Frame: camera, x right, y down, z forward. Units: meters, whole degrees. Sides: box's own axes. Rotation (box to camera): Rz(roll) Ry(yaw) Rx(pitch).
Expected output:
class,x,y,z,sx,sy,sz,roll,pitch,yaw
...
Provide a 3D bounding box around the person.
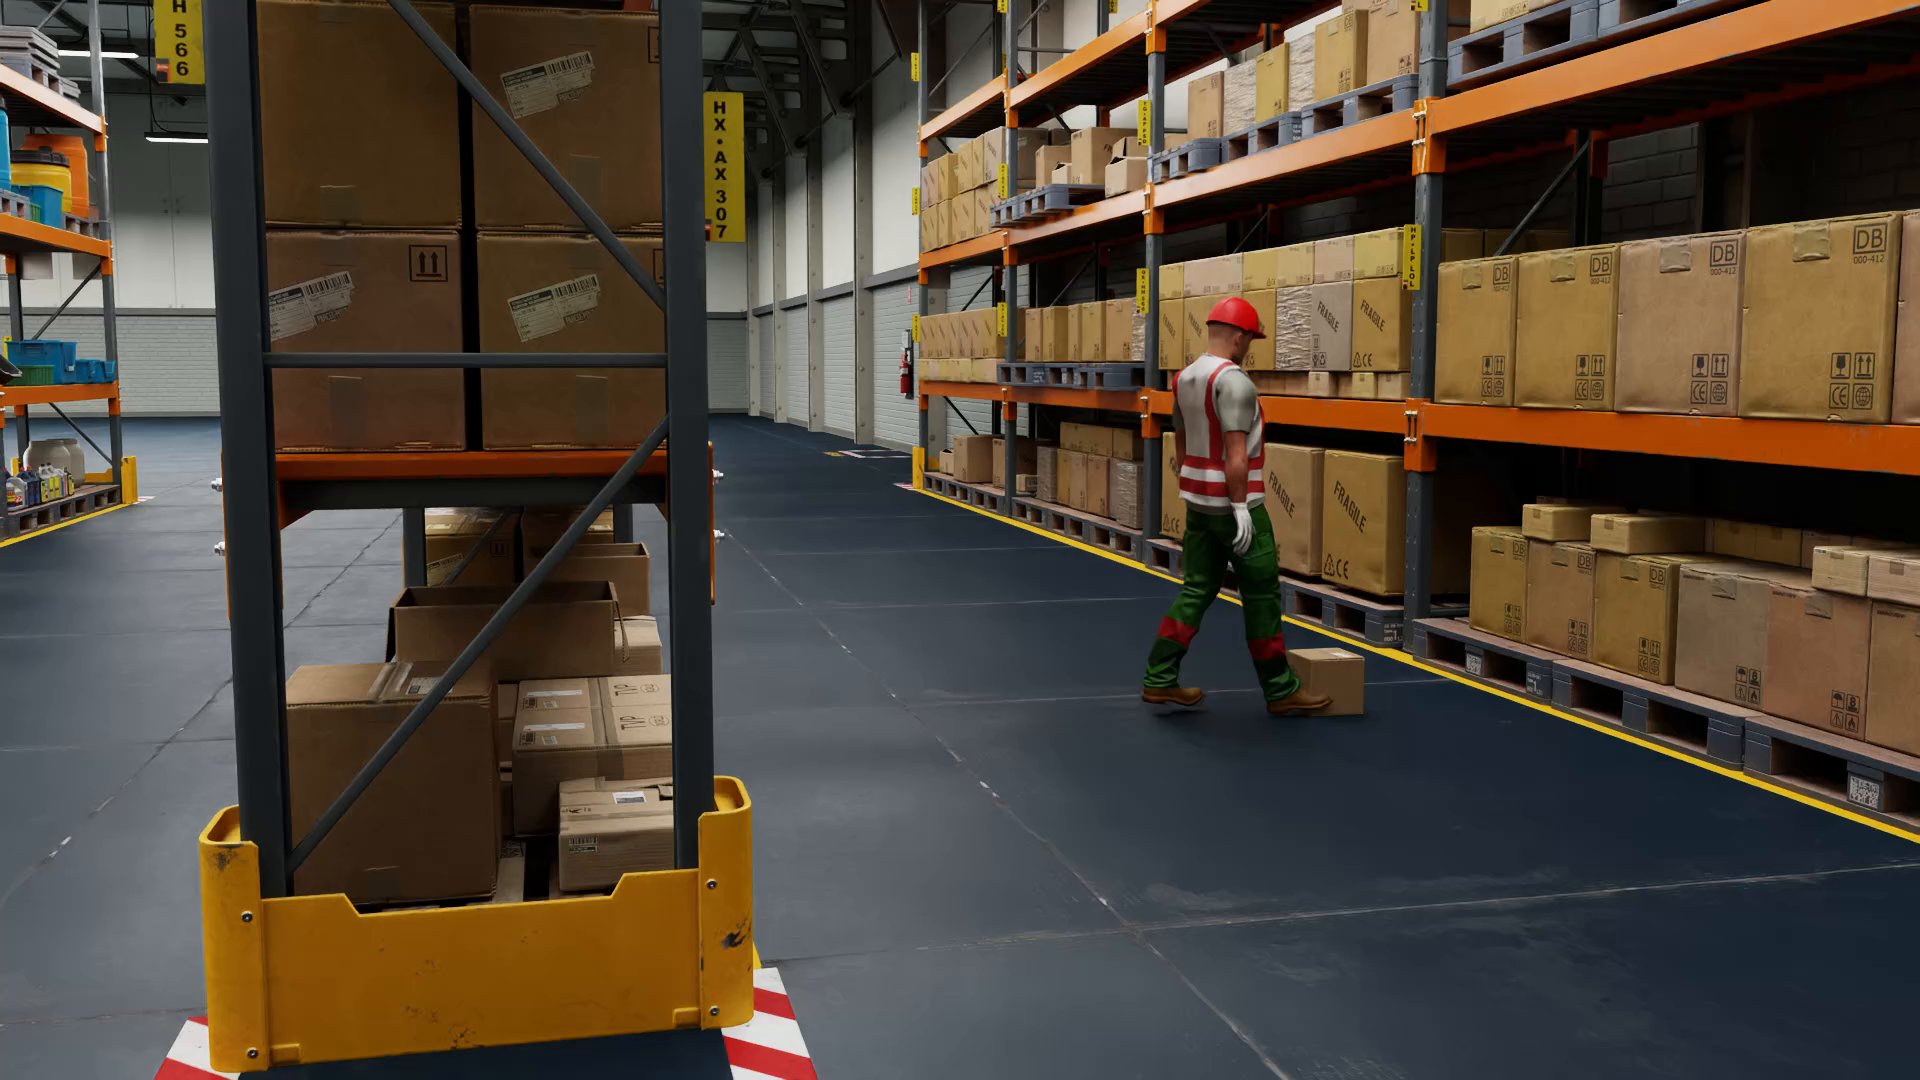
class,x,y,z,sx,sy,sz,roll,pitch,yaw
person,1.181,-0.143,7.093,0.779,1.766,0.603,-2,6,-22
